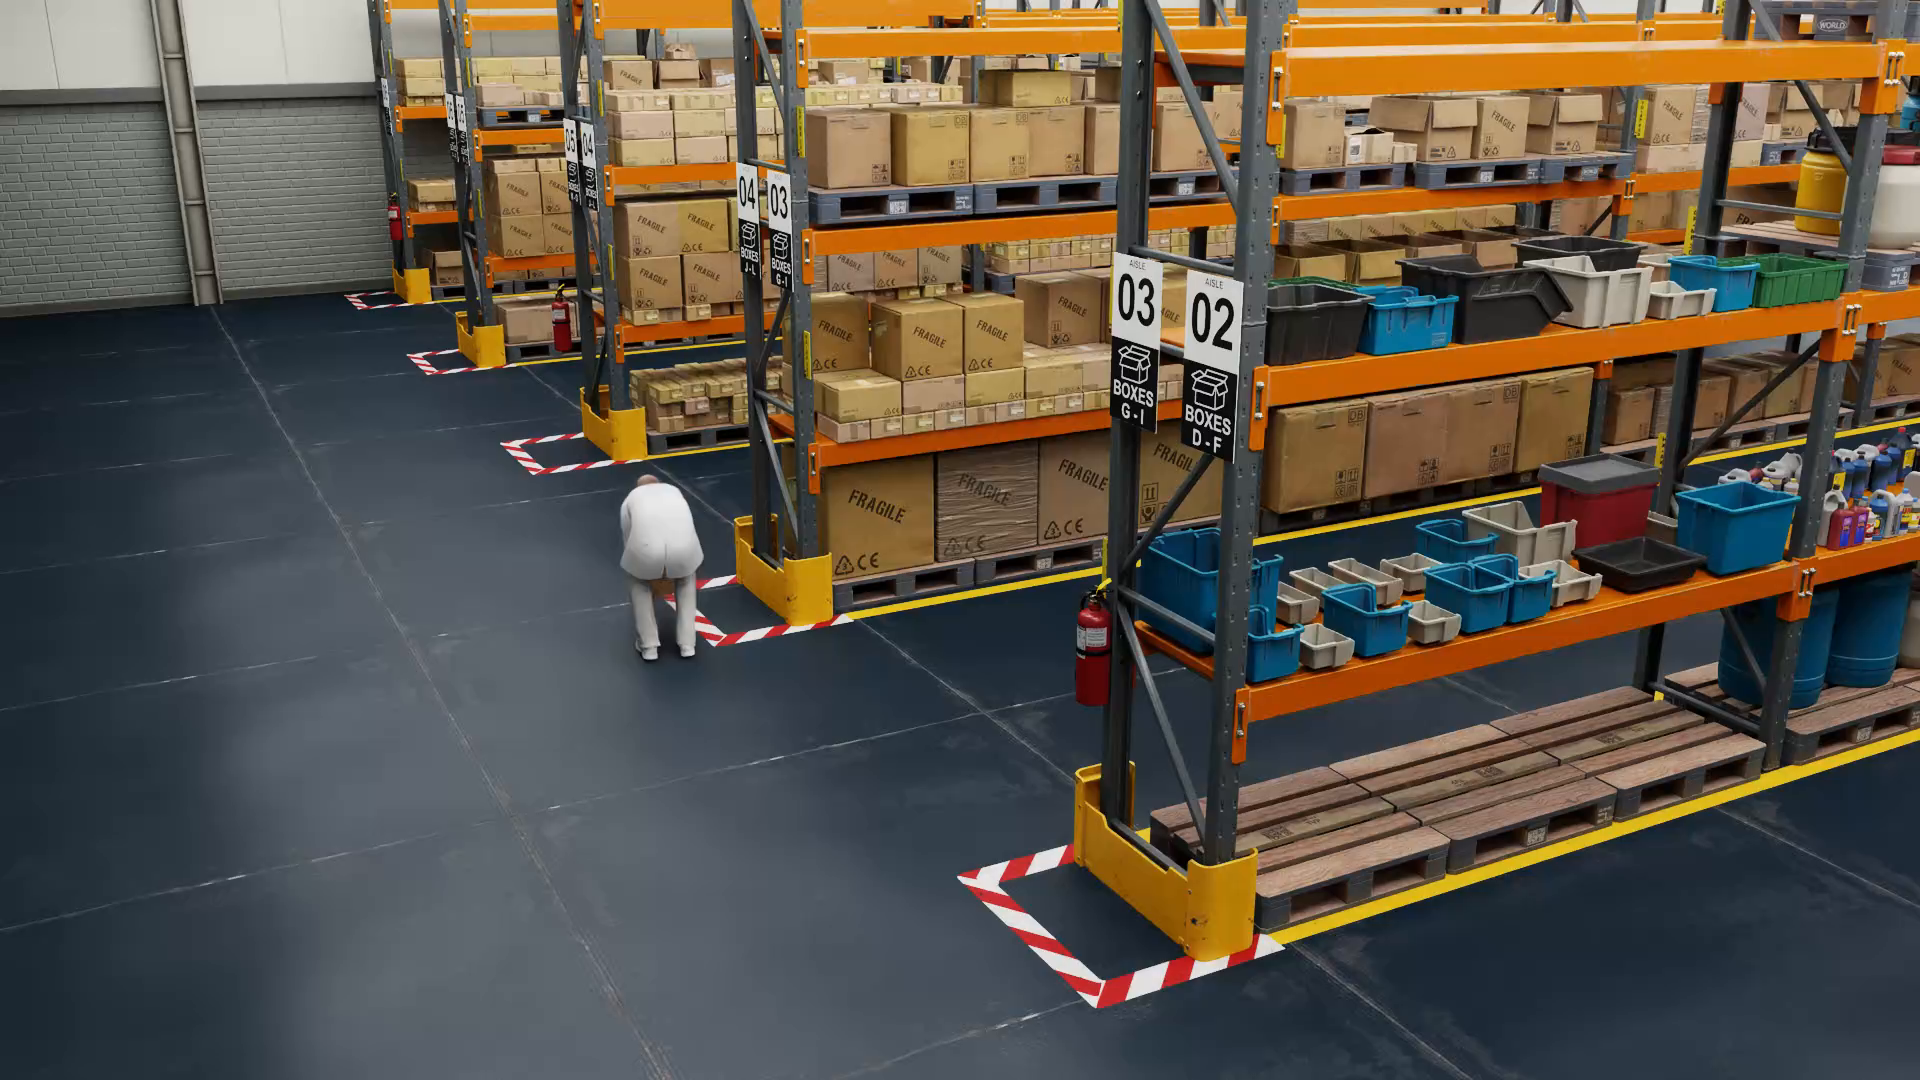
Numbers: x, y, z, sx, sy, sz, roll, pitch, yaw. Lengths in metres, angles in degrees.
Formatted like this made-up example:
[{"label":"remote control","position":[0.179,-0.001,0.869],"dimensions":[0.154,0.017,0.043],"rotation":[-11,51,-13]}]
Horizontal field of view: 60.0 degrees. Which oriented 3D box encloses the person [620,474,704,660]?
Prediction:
[{"label":"person","position":[-2.097,0.167,11.597],"dimensions":[0.569,1.140,0.948],"rotation":[-5,19,-16]}]
